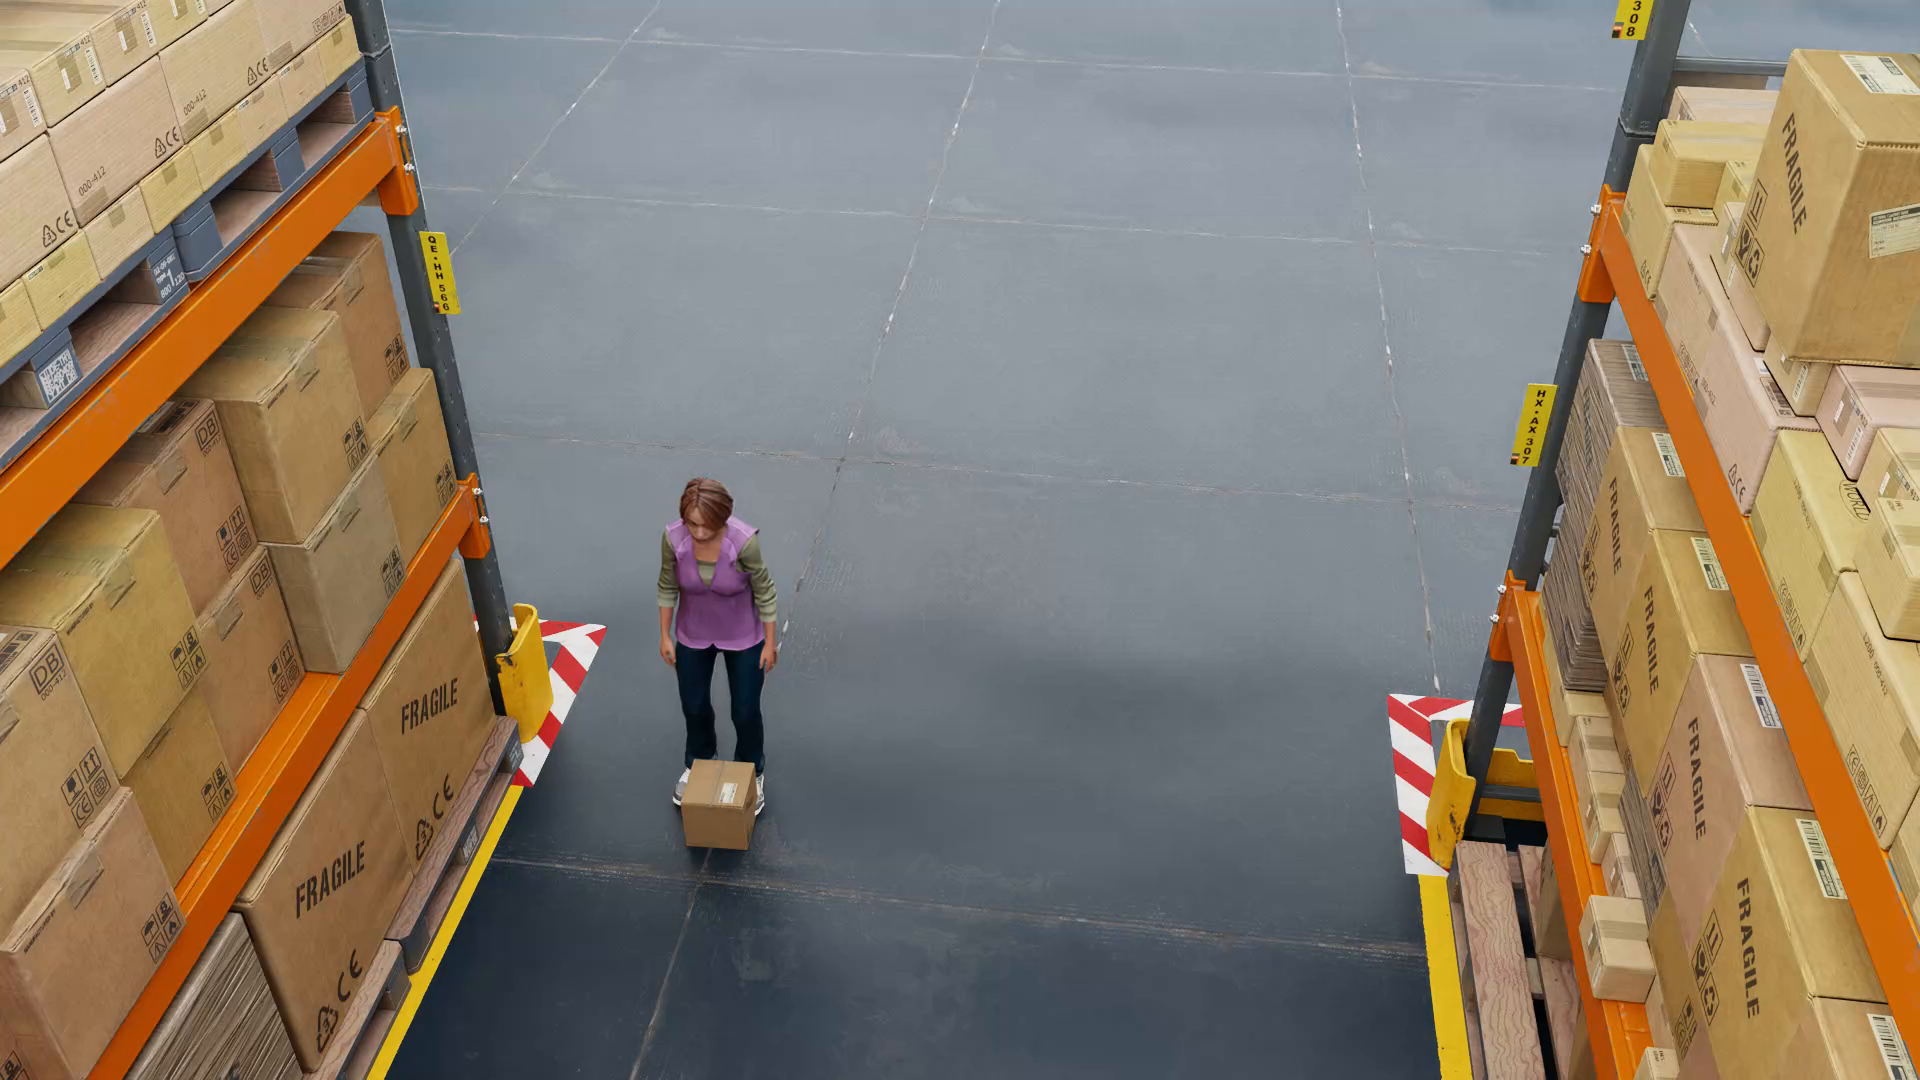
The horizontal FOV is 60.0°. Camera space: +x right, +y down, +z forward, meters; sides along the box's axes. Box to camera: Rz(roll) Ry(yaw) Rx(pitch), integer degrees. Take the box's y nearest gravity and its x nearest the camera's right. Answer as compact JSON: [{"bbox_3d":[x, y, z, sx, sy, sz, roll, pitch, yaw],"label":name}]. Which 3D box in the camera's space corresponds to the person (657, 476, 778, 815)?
[{"bbox_3d":[-0.945,0.400,6.508,0.479,1.593,0.368,3,37,4],"label":"person"}]
